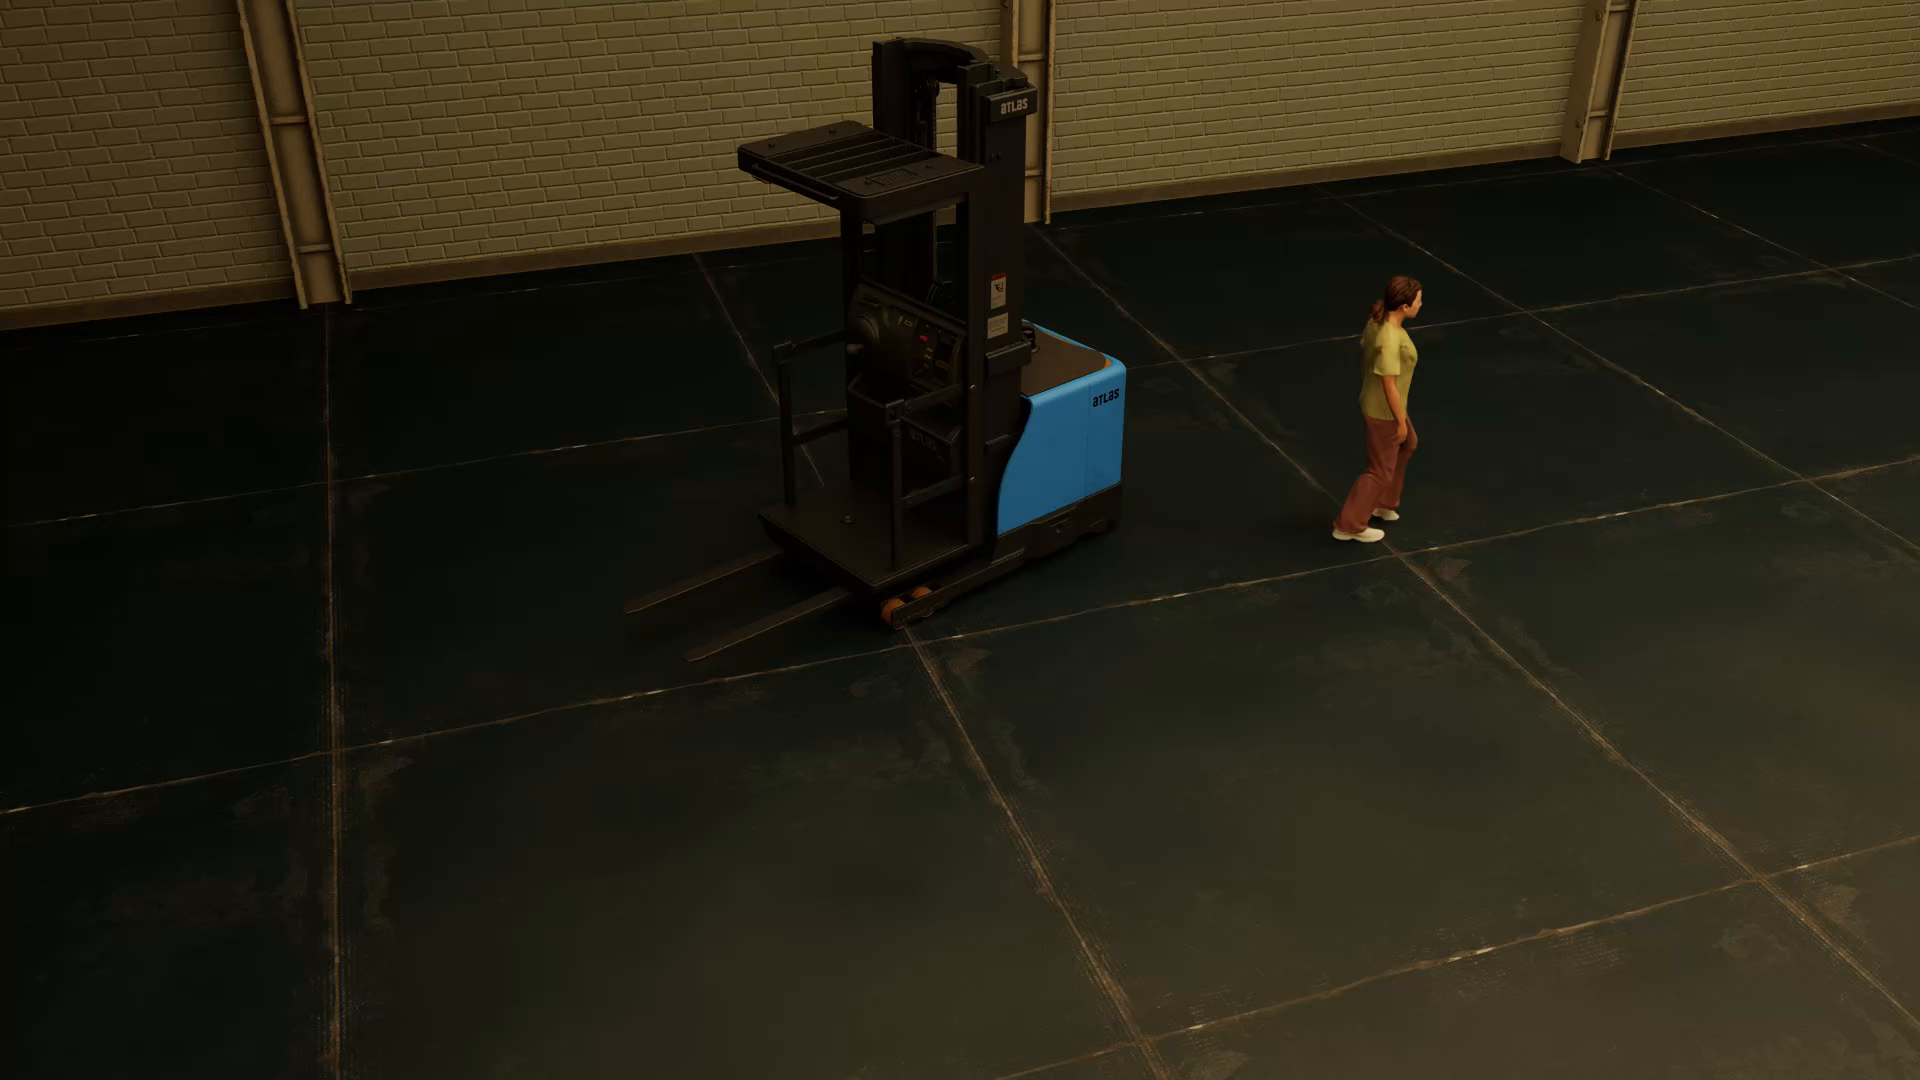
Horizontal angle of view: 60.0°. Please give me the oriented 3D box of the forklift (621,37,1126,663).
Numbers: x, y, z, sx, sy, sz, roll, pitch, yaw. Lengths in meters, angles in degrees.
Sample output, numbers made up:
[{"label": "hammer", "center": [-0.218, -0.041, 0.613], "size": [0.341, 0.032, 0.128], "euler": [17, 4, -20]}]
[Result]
[{"label": "forklift", "center": [-0.461, -1.072, 8.951], "size": [3.031, 2.935, 1.130], "euler": [-23, 37, -34]}]

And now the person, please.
[{"label": "person", "center": [2.496, -0.730, 9.698], "size": [0.497, 1.710, 0.564], "euler": [1, 30, 1]}]
